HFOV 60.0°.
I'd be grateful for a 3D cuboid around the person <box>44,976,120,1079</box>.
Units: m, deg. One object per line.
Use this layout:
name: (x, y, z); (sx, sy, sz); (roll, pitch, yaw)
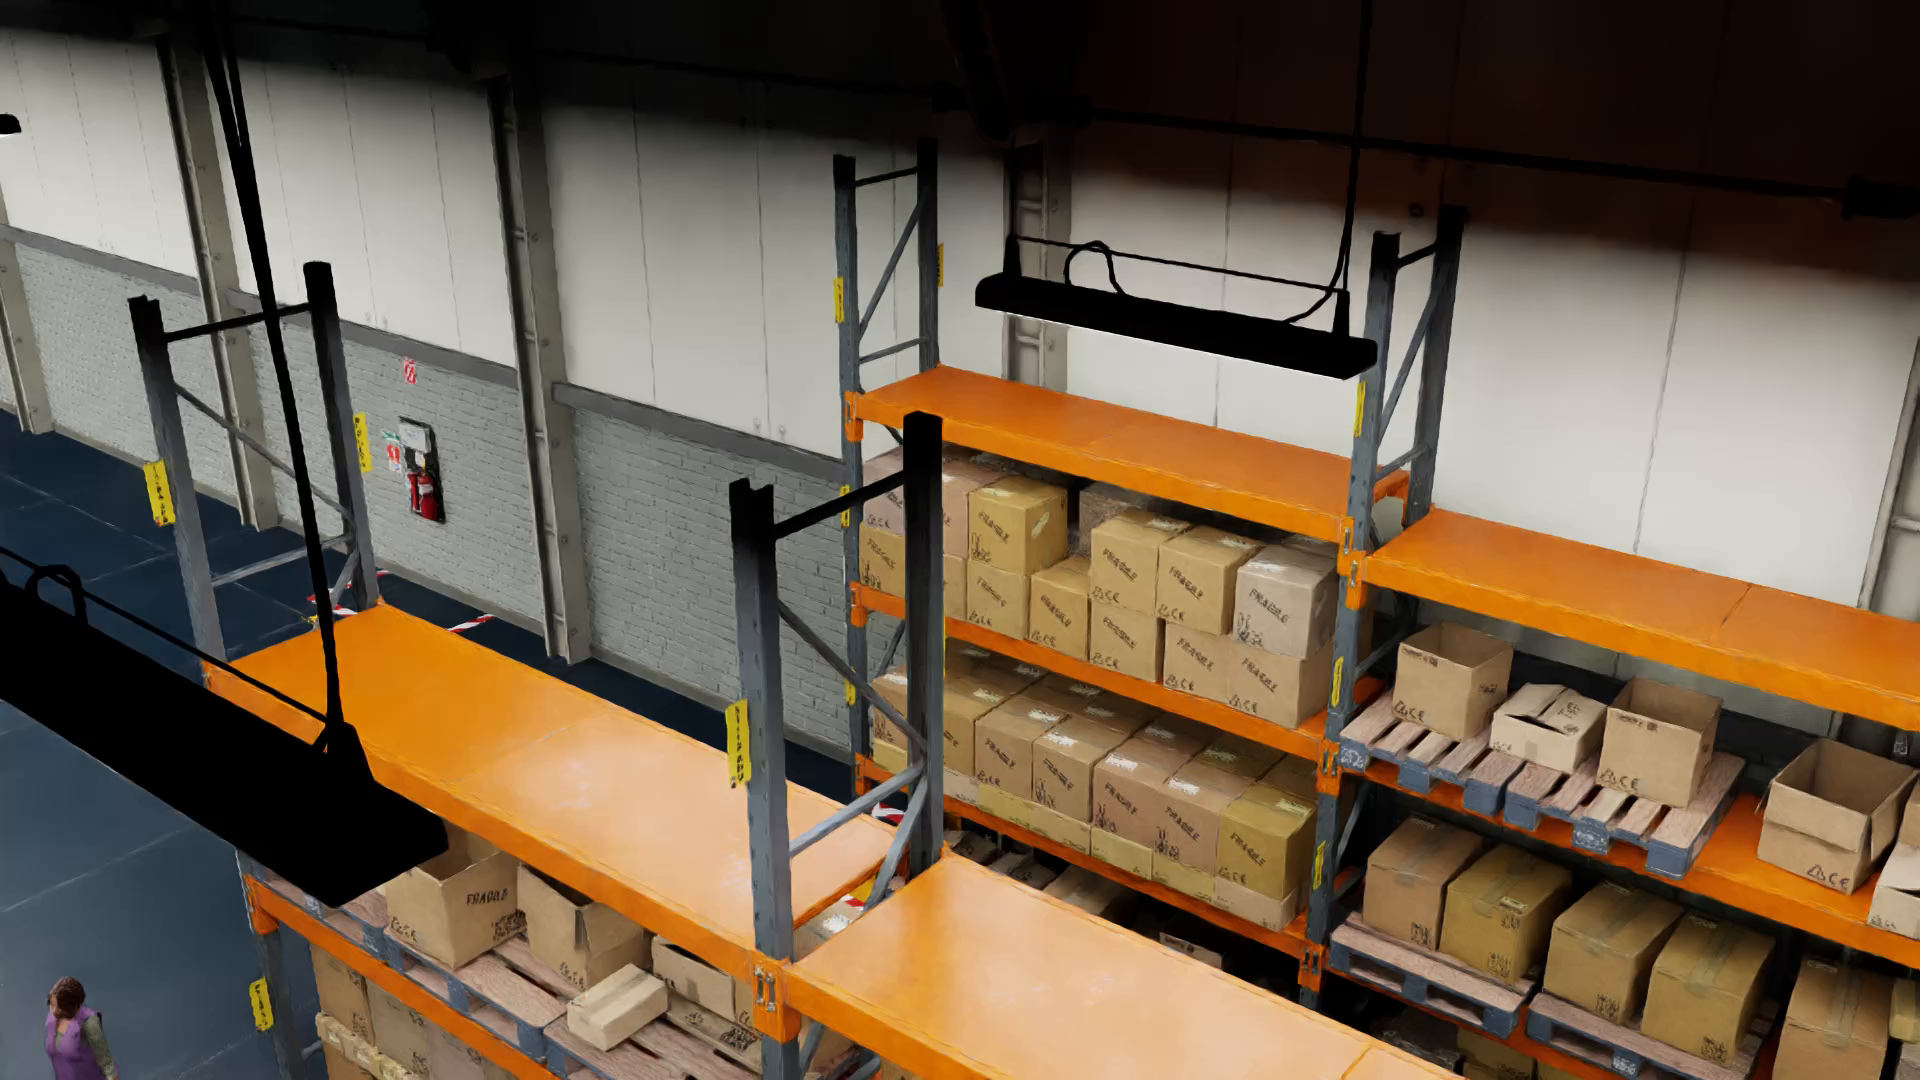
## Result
person: (-5.433, 3.408, 10.381); (0.536, 1.597, 0.345); (9, 24, 21)
